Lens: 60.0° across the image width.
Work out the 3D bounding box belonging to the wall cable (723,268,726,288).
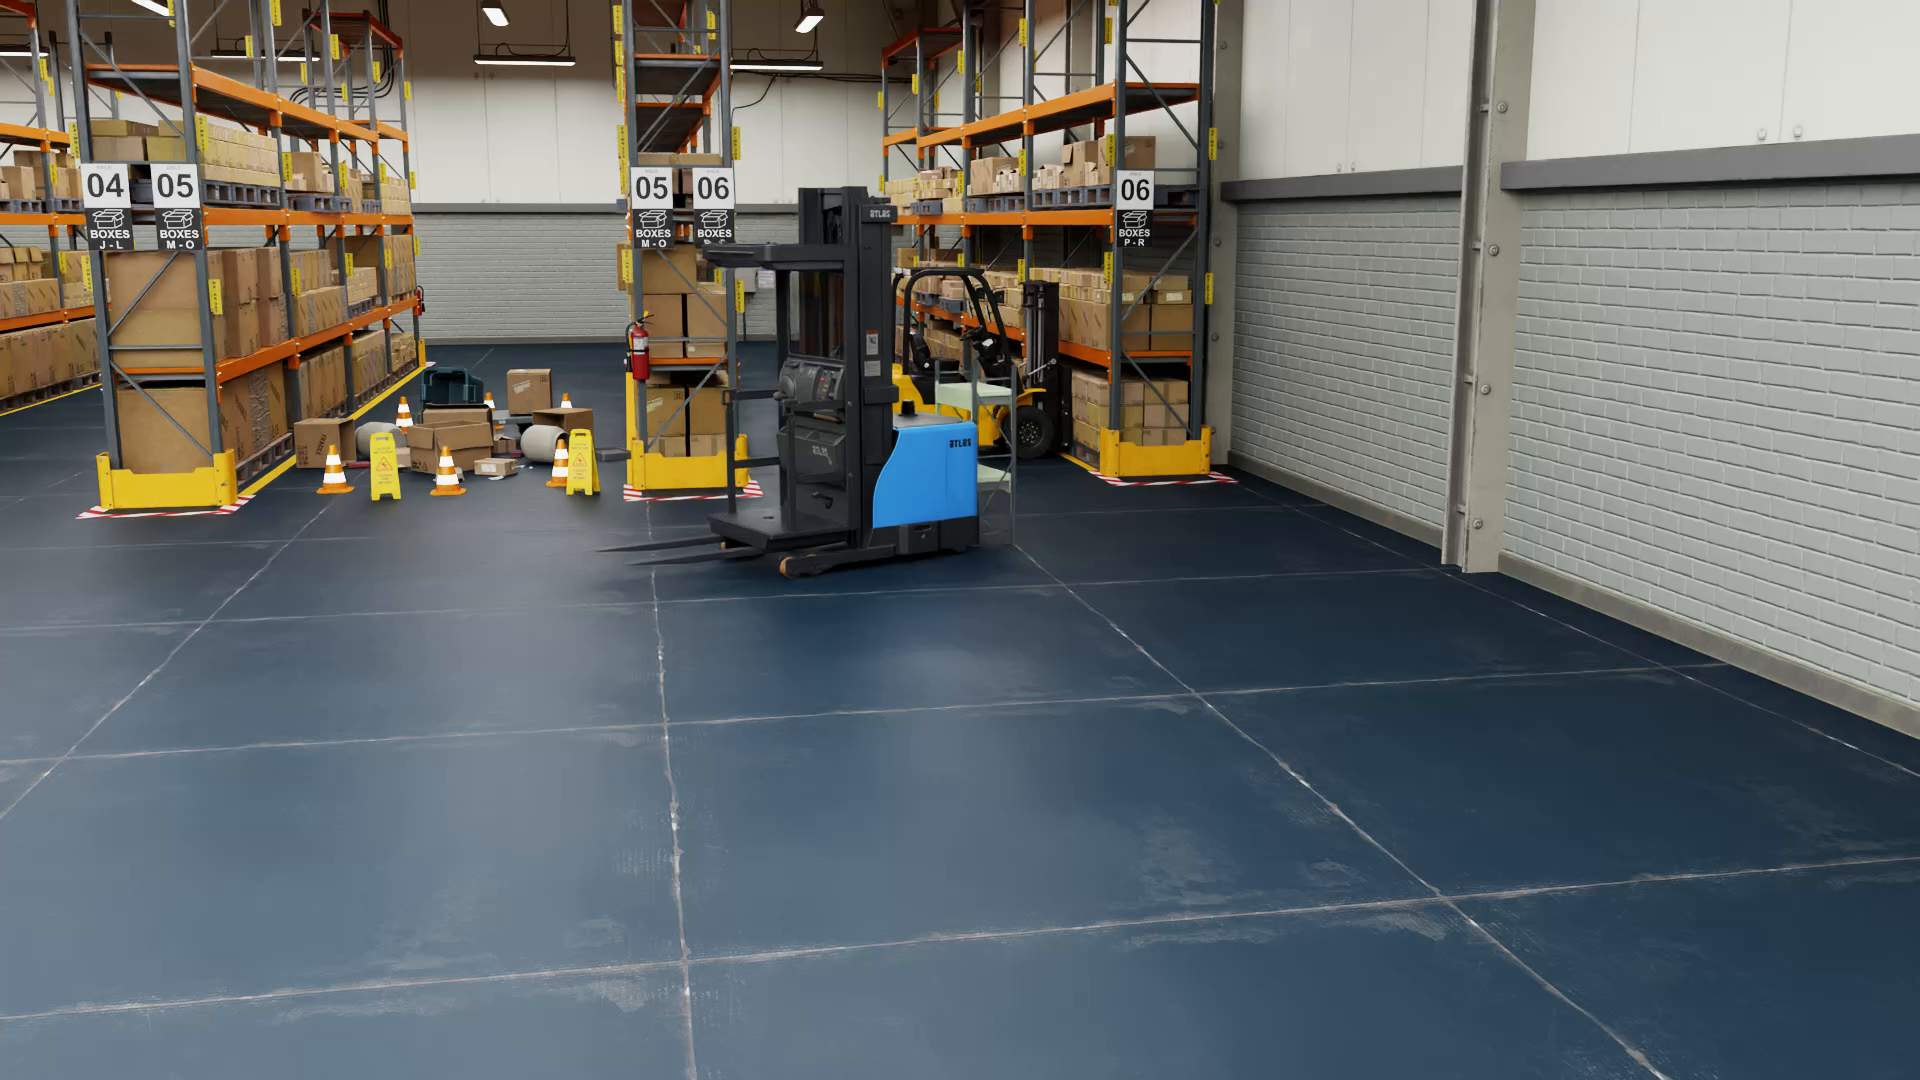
[{"bbox_3d":[-5.607,-6.541,37.821,0.588,1.984,0.122,-2,11,-11],"label":"wall cable"}]

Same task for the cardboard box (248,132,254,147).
[{"bbox_3d":[-7.750,-4.265,17.710,0.380,0.149,0.250,-2,11,-12],"label":"cardboard box"}]

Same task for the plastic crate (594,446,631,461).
[{"bbox_3d":[-4.042,-1.002,19.245,0.402,0.080,0.583,-6,13,-31],"label":"plastic crate"}]

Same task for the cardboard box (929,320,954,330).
[{"bbox_3d":[-0.324,-3.724,28.770,0.380,0.149,0.250,-3,11,-14],"label":"cardboard box"}]

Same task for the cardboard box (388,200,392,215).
[{"bbox_3d":[-9.872,-5.608,28.018,0.500,0.250,0.500,-2,11,-12],"label":"cardboard box"}]

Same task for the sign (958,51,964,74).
[{"bbox_3d":[0.017,-7.092,24.679,0.100,0.325,0.005,-2,11,-11],"label":"sign"}]

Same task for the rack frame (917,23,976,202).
[{"bbox_3d":[-0.230,-7.349,28.741,1.000,3.000,0.127,-2,11,-11],"label":"rack frame"}]

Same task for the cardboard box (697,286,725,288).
[{"bbox_3d":[-2.896,-2.593,18.737,0.500,0.500,0.500,-2,11,-12],"label":"cardboard box"}]

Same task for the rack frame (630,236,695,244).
[{"bbox_3d":[-4.321,-3.487,24.496,1.000,3.000,0.127,-2,11,-11],"label":"rack frame"}]

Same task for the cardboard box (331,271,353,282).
[{"bbox_3d":[-9.206,-3.899,24.614,0.380,0.149,0.250,-3,11,-13],"label":"cardboard box"}]

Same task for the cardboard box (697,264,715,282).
[{"bbox_3d":[-3.353,-3.252,21.071,0.500,0.500,0.500,-2,11,-10],"label":"cardboard box"}]

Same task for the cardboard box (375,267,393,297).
[{"bbox_3d":[-9.784,-4.318,27.795,0.500,0.500,0.500,-2,11,-12],"label":"cardboard box"}]

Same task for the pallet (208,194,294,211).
[{"bbox_3d":[-8.605,-4.101,20.209,0.805,0.209,1.217,-3,11,-13],"label":"pallet"}]

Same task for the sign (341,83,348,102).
[{"bbox_3d":[-11.245,-8.181,30.402,0.100,0.325,0.005,-2,11,-11],"label":"sign"}]

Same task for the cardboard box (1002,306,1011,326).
[{"bbox_3d":[0.868,-3.036,22.526,0.500,0.250,0.500,-2,11,-11],"label":"cardboard box"}]

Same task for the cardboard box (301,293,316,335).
[{"bbox_3d":[-8.316,-2.803,20.633,0.500,0.500,0.500,-2,11,-11],"label":"cardboard box"}]

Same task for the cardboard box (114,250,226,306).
[{"bbox_3d":[-7.832,-2.593,16.506,0.875,0.550,0.550,-2,11,-11],"label":"cardboard box"}]

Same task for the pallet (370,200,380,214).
[{"bbox_3d":[-9.919,-5.286,26.429,1.213,0.211,1.003,-2,11,-11],"label":"pallet"}]

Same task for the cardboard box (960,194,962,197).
[{"bbox_3d":[0.211,-5.369,25.693,0.380,0.149,0.250,-2,11,-12],"label":"cardboard box"}]

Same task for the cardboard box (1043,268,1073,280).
[{"bbox_3d":[1.253,-3.335,20.900,0.380,0.149,0.250,-2,11,-10],"label":"cardboard box"}]

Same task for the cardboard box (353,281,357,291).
[{"bbox_3d":[-9.260,-3.804,24.914,0.380,0.149,0.250,-2,11,-11],"label":"cardboard box"}]

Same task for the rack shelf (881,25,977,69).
[{"bbox_3d":[-0.619,-8.995,30.425,1.077,0.370,4.000,-2,11,-11],"label":"rack shelf"}]

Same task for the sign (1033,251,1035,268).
[{"bbox_3d":[1.091,-4.258,25.449,0.100,0.325,0.005,-2,11,-11],"label":"sign"}]

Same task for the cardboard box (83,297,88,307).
[{"bbox_3d":[-14.706,-3.948,27.589,0.380,0.149,0.250,-2,11,-13],"label":"cardboard box"}]

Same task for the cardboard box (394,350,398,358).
[{"bbox_3d":[-9.991,-3.240,28.902,0.380,0.149,0.250,-2,11,-8],"label":"cardboard box"}]

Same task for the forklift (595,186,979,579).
[{"bbox_3d":[-1.341,-1.258,12.969,3.031,2.935,1.130,-7,13,-34],"label":"forklift"}]

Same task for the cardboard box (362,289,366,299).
[{"bbox_3d":[-9.407,-3.801,25.691,0.380,0.149,0.250,-2,11,-9],"label":"cardboard box"}]

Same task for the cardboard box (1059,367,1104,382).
[{"bbox_3d":[1.404,-1.900,19.712,0.500,0.250,0.500,-2,11,-12],"label":"cardboard box"}]

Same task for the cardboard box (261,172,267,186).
[{"bbox_3d":[-7.843,-3.965,18.265,0.380,0.149,0.250,-2,11,-11],"label":"cardboard box"}]

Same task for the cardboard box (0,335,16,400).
[{"bbox_3d":[-14.155,-2.417,23.431,1.225,0.875,0.875,-3,11,-14],"label":"cardboard box"}]

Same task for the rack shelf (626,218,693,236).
[{"bbox_3d":[-4.710,-4.974,26.210,1.077,0.370,4.000,-2,11,-11],"label":"rack shelf"}]

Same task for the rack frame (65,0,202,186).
[{"bbox_3d":[-7.601,-4.768,15.183,1.000,3.000,0.127,-2,11,-11],"label":"rack frame"}]

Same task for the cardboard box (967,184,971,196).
[{"bbox_3d":[0.317,-5.208,24.746,0.380,0.166,0.250,-2,11,-11],"label":"cardboard box"}]

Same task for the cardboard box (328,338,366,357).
[{"bbox_3d":[-9.152,-2.864,24.776,0.500,0.250,0.500,-2,11,-12],"label":"cardboard box"}]

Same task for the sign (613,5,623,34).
[{"bbox_3d":[-4.086,-6.216,19.866,0.100,0.325,0.005,-2,11,-11],"label":"sign"}]

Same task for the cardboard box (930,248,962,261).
[{"bbox_3d":[-0.259,-5.126,30.704,0.500,0.500,0.500,-2,11,-13],"label":"cardboard box"}]

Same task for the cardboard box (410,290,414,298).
[{"bbox_3d":[-10.372,-4.583,30.925,0.380,0.149,0.250,-2,11,-11],"label":"cardboard box"}]

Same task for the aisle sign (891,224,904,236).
[{"bbox_3d":[-1.310,-6.415,32.923,0.394,0.787,0.004,-2,11,-11],"label":"aisle sign"}]

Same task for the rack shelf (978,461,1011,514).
[{"bbox_3d":[0.126,-0.436,14.220,0.431,0.370,0.720,-5,12,-25],"label":"rack shelf"}]

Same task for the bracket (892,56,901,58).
[{"bbox_3d":[-1.621,-10.954,38.054,0.076,0.066,5.218,-2,11,-11],"label":"bracket"}]

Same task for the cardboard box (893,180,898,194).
[{"bbox_3d":[-0.977,-6.651,31.365,0.500,0.250,0.500,-2,11,-12],"label":"cardboard box"}]

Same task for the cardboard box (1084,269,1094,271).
[{"bbox_3d":[1.757,-3.305,20.743,0.380,0.149,0.250,-2,11,-12],"label":"cardboard box"}]

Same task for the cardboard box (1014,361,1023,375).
[{"bbox_3d":[1.213,-2.070,22.277,0.875,0.625,0.625,-2,11,-8],"label":"cardboard box"}]

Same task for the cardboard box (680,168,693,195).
[{"bbox_3d":[-2.601,-3.668,17.028,0.500,0.250,0.500,-2,11,-12],"label":"cardboard box"}]

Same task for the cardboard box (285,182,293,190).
[{"bbox_3d":[-8.337,-4.360,20.339,0.250,0.149,0.380,-2,11,-11],"label":"cardboard box"}]

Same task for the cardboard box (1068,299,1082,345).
[{"bbox_3d":[1.558,-2.520,19.149,0.500,0.500,0.500,-2,11,-12],"label":"cardboard box"}]

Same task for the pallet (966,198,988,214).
[{"bbox_3d":[0.767,-4.928,24.548,1.213,0.211,1.003,-2,11,-8],"label":"pallet"}]

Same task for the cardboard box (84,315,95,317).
[{"bbox_3d":[-15.217,-3.475,28.992,0.875,0.875,0.875,-2,11,-11],"label":"cardboard box"}]

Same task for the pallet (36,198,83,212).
[{"bbox_3d":[-14.968,-5.441,26.975,1.003,0.211,1.213,-2,11,-11],"label":"pallet"}]

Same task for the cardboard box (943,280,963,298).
[{"bbox_3d":[0.025,-3.983,26.377,0.500,0.250,0.500,-3,11,-14],"label":"cardboard box"}]

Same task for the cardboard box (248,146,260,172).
[{"bbox_3d":[-7.838,-4.091,17.860,0.500,0.250,0.500,-2,11,-12],"label":"cardboard box"}]

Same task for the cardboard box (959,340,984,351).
[{"bbox_3d":[0.203,-3.047,26.009,0.380,0.149,0.250,-3,11,-14],"label":"cardboard box"}]

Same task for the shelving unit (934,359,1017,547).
[{"bbox_3d":[0.126,-0.756,14.159,0.431,1.500,0.755,-5,12,-25],"label":"shelving unit"}]

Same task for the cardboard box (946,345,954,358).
[{"bbox_3d":[0.063,-2.905,26.996,0.500,0.500,0.500,-2,11,-9],"label":"cardboard box"}]

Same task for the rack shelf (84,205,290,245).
[{"bbox_3d":[-7.990,-3.308,17.458,1.077,0.370,4.000,-2,11,-11],"label":"rack shelf"}]
